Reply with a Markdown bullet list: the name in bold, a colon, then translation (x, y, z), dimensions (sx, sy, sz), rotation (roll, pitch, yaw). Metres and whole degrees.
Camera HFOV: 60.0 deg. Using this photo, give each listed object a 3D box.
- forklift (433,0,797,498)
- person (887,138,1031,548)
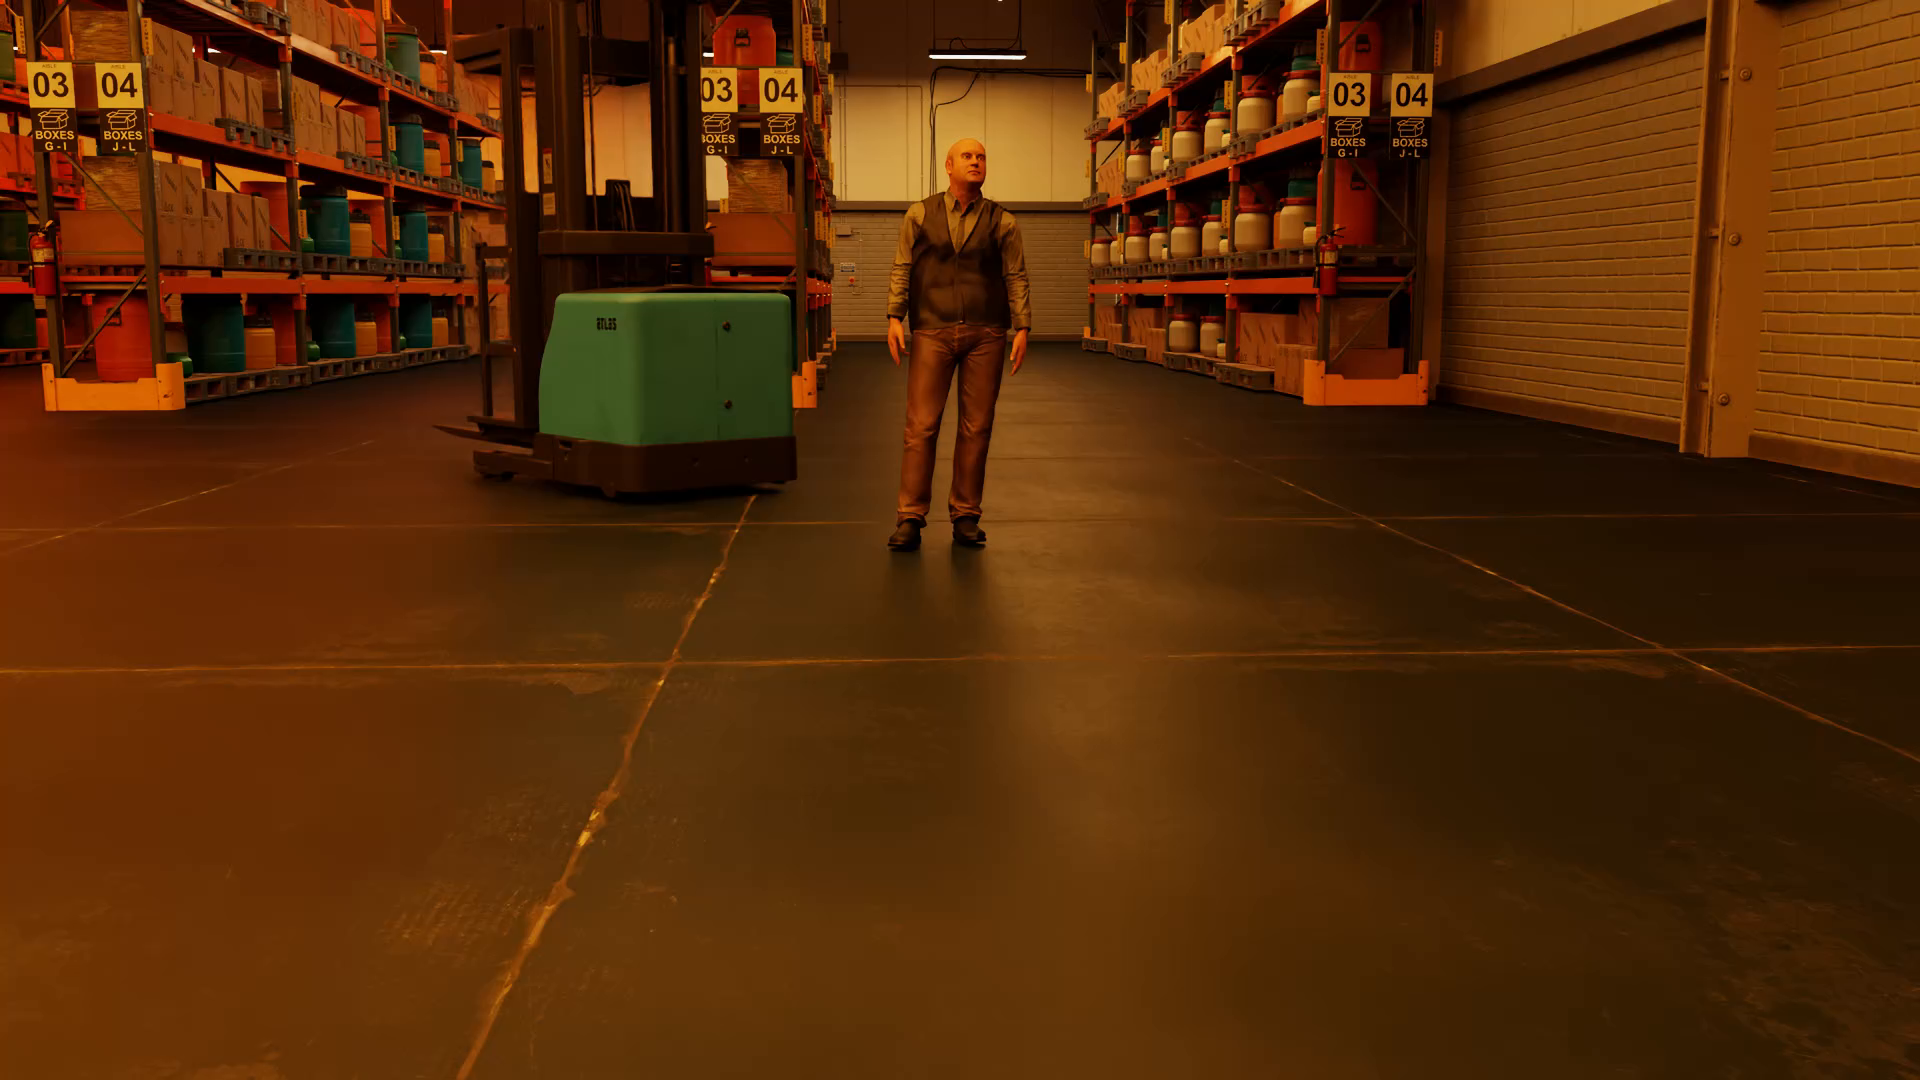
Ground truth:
- **forklift**: translation (-2.208, -1.832, 9.669), dimensions (1.130, 2.935, 3.031), rotation (-7, 11, -39)
- **person**: translation (-0.005, -0.849, 7.121), dimensions (0.632, 1.720, 0.568), rotation (-1, 8, -4)
